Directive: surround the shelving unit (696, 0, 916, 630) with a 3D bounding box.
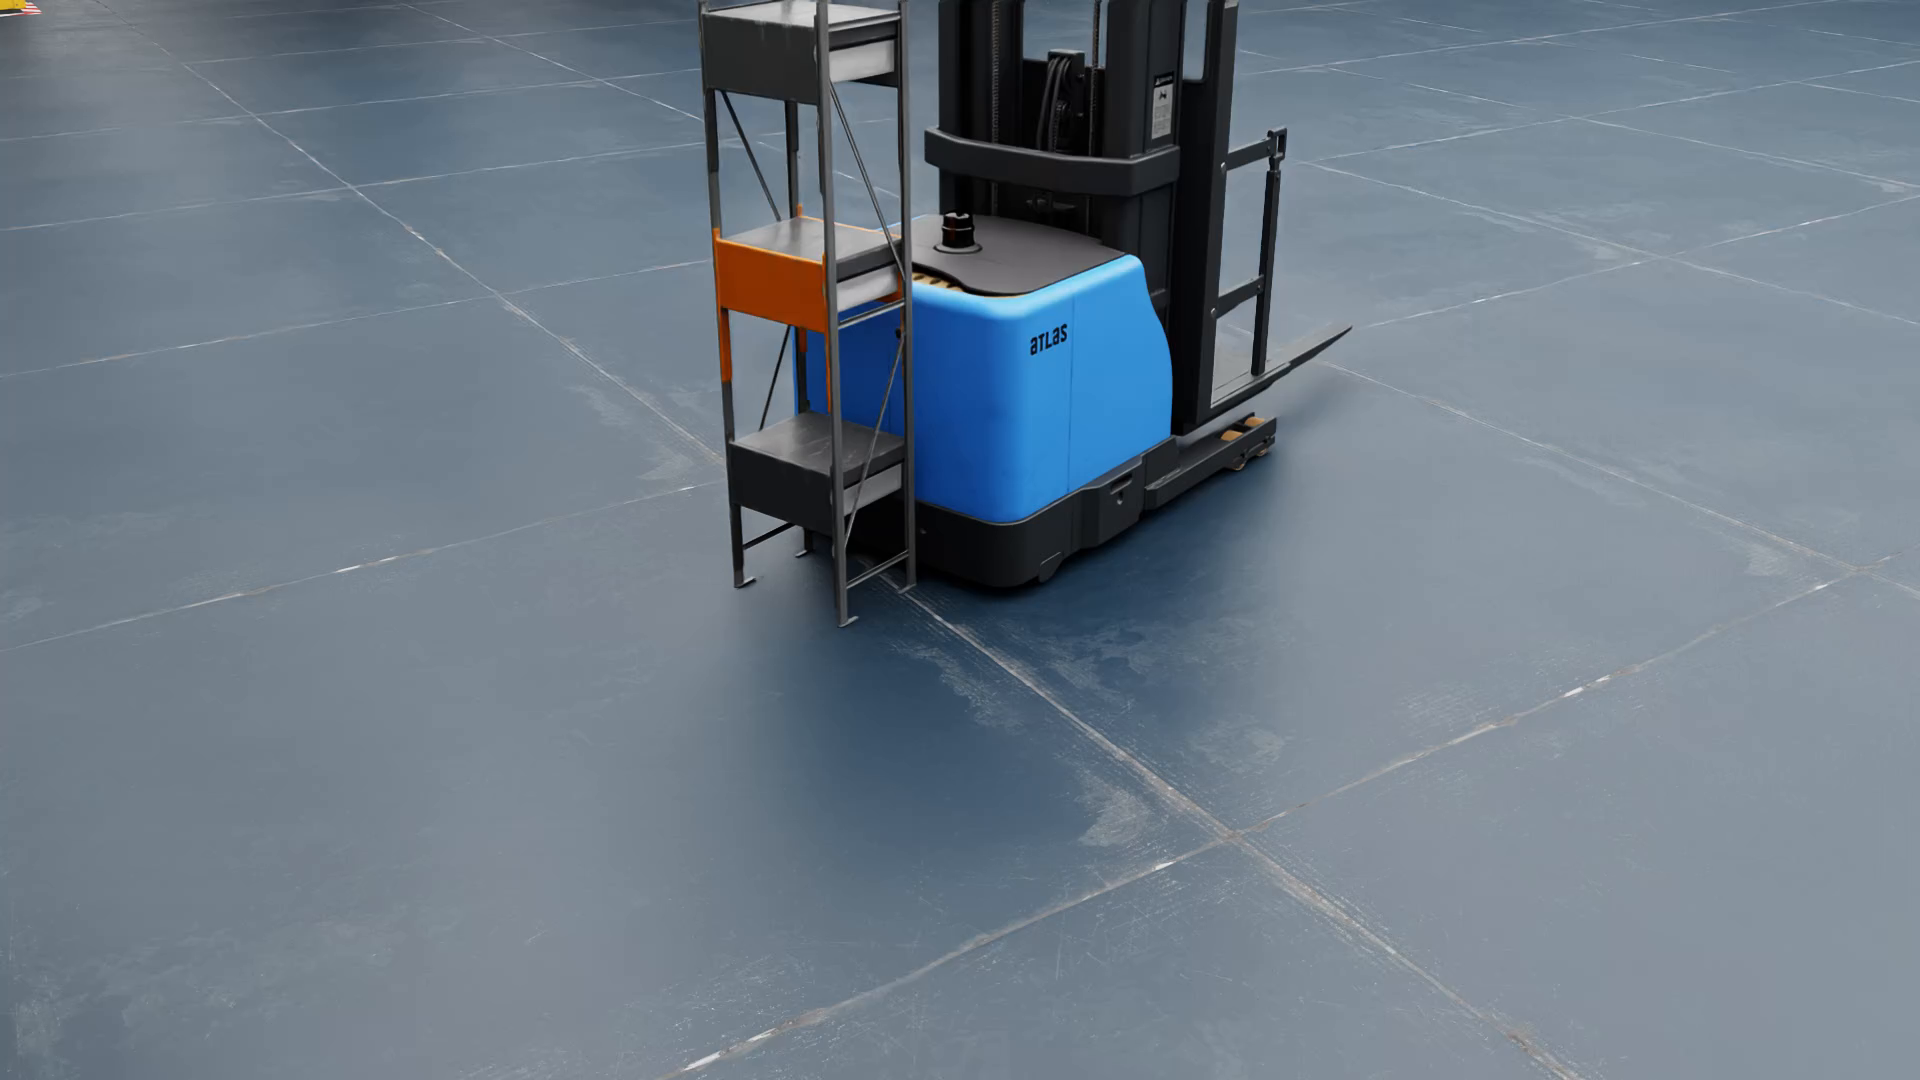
[{"bbox_3d":[-0.477,-0.780,5.443,0.503,2.100,0.431,18,31,34],"label":"shelving unit"}]

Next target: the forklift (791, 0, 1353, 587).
[{"bbox_3d":[0.676,-1.726,6.472,1.130,2.935,3.031,18,31,34],"label":"forklift"}]

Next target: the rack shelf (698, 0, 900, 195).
[{"bbox_3d":[-0.477,-1.401,5.150,0.480,0.518,0.431,18,31,34],"label":"rack shelf"}]

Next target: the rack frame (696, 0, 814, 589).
[{"bbox_3d":[-0.670,-0.844,5.578,0.015,2.100,0.400,18,31,34],"label":"rack frame"}]

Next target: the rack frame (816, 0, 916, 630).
[{"bbox_3d":[-0.284,-0.717,5.308,0.015,2.100,0.400,18,31,34],"label":"rack frame"}]

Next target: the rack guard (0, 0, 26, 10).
[{"bbox_3d":[-11.465,-6.355,19.126,1.175,0.500,0.348,-16,29,-30],"label":"rack guard"}]

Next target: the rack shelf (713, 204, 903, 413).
[{"bbox_3d":[-0.477,-0.768,5.449,0.480,0.518,0.431,18,31,34],"label":"rack shelf"}]

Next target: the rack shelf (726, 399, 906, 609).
[{"bbox_3d":[-0.477,-0.135,5.748,0.480,0.518,0.431,18,31,34],"label":"rack shelf"}]
